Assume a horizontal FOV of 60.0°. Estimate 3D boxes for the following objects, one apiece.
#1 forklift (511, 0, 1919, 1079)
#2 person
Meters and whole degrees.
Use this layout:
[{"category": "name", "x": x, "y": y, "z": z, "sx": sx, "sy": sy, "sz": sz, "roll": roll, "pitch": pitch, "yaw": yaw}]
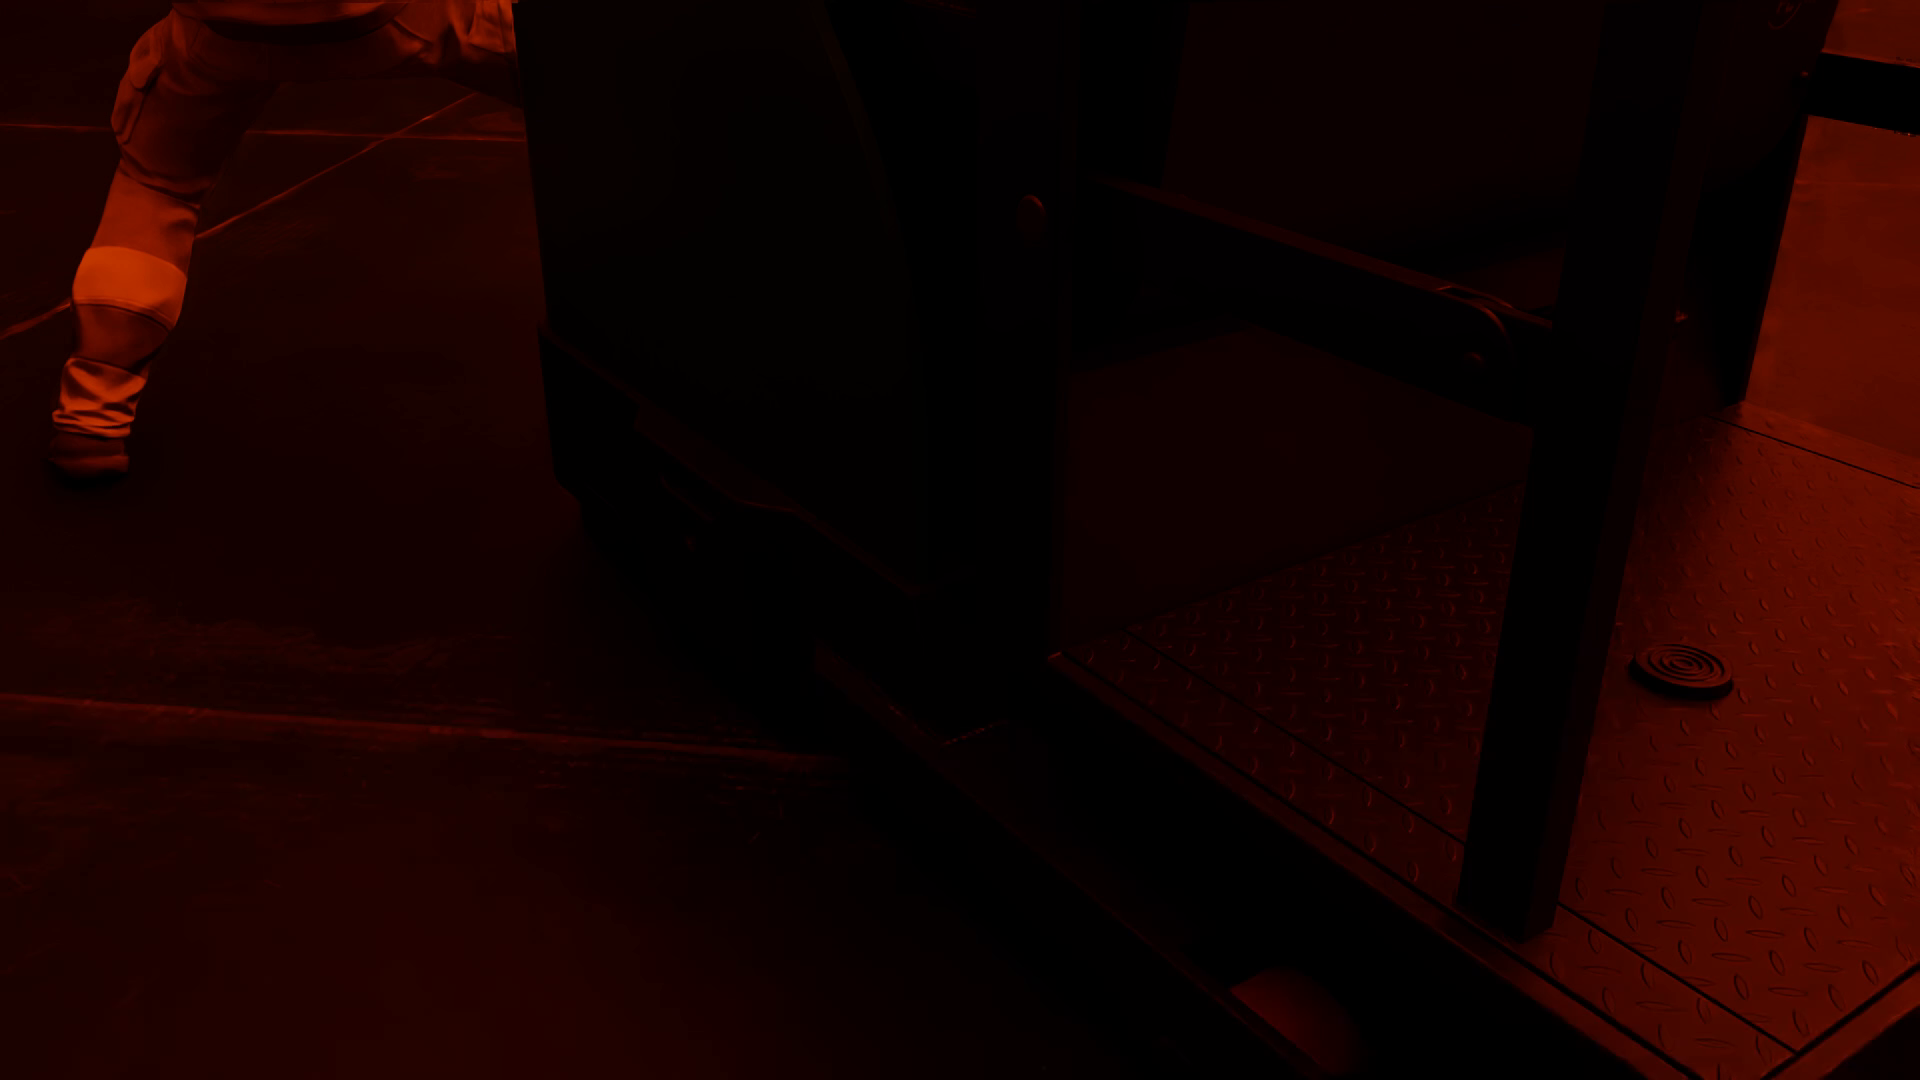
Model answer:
[{"category": "forklift", "x": 0.634, "y": -0.949, "z": 1.119, "sx": 1.130, "sy": 2.935, "sz": 3.031, "roll": -17, "pitch": 31, "yaw": -31}, {"category": "person", "x": -1.075, "y": -0.965, "z": 2.688, "sx": 1.024, "sy": 1.628, "sz": 0.923, "roll": 4, "pitch": 27, "yaw": 7}]
